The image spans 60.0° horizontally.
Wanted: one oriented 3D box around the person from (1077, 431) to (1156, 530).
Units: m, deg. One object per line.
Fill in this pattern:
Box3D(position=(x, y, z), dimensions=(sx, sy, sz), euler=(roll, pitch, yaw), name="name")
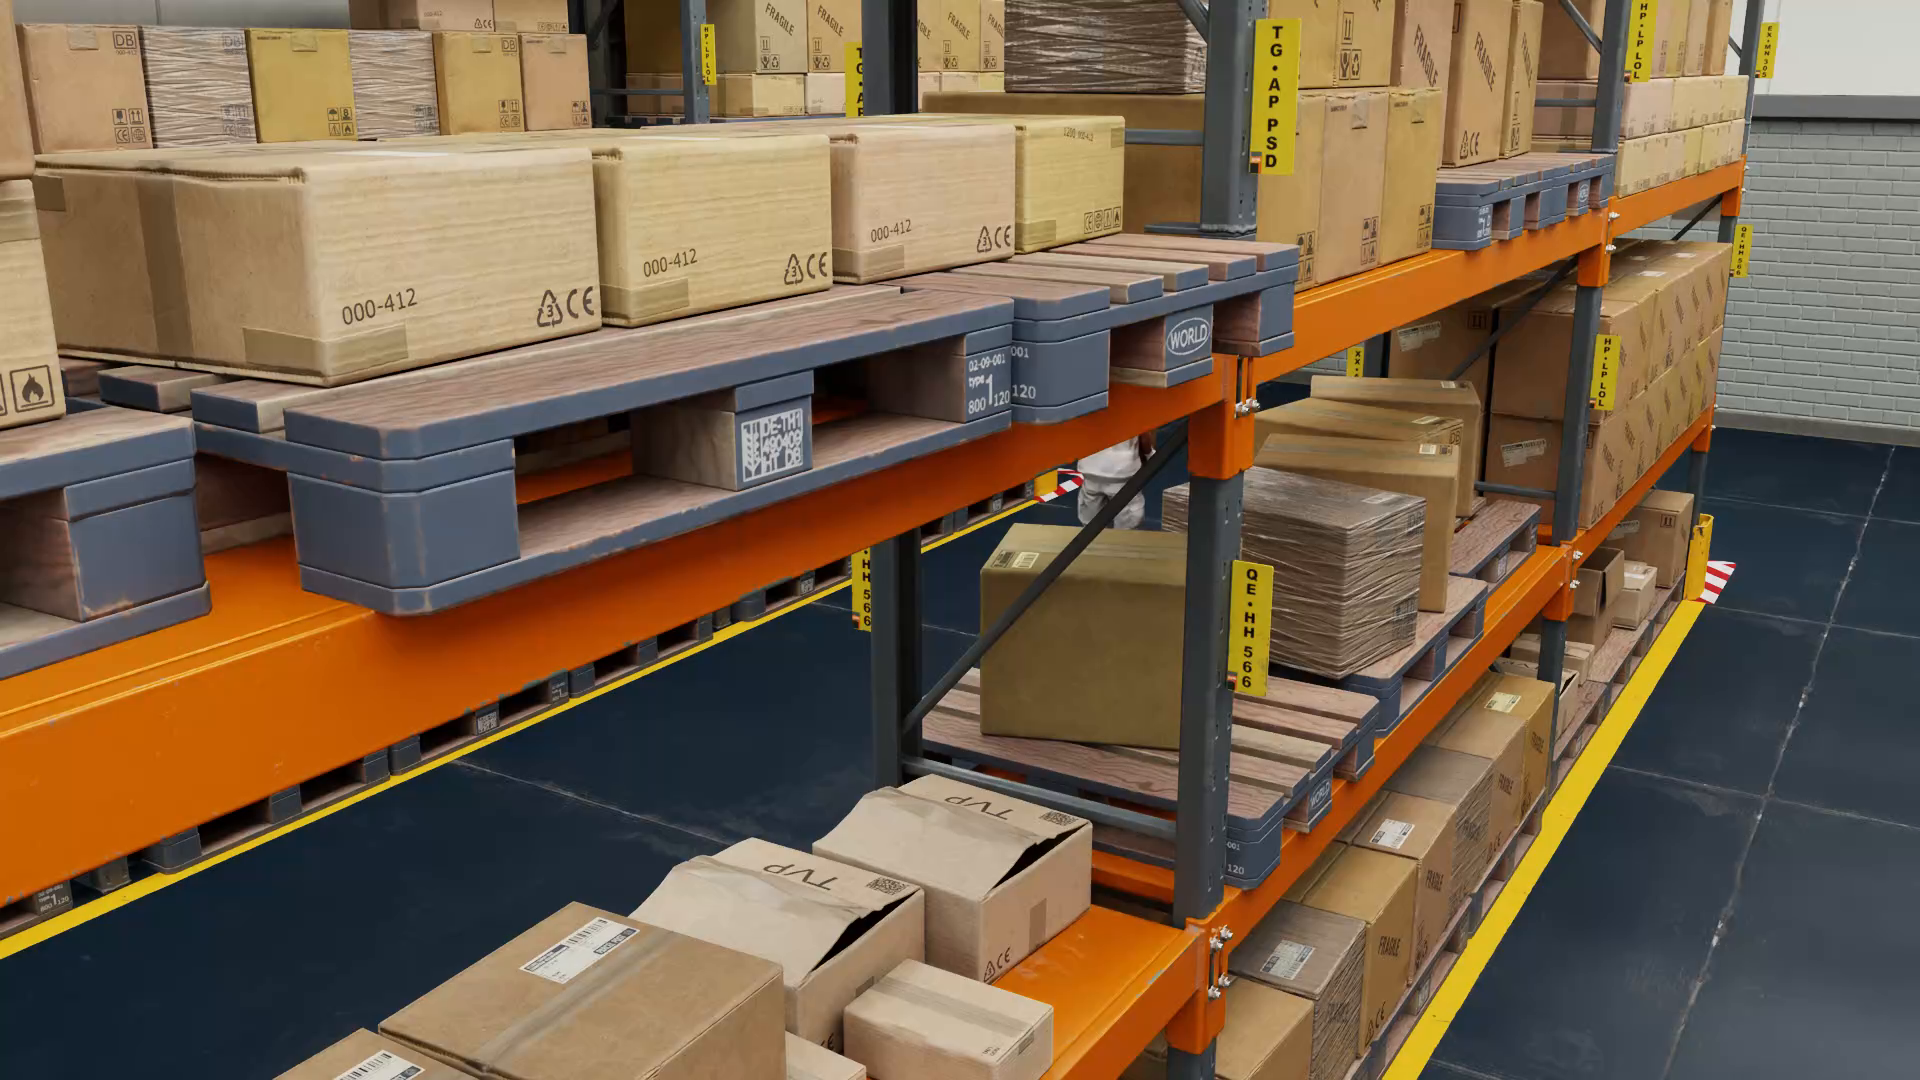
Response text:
Box3D(position=(0.975, -0.424, 10.470), dimensions=(0.500, 1.786, 0.560), euler=(10, 19, 30), name="person")
